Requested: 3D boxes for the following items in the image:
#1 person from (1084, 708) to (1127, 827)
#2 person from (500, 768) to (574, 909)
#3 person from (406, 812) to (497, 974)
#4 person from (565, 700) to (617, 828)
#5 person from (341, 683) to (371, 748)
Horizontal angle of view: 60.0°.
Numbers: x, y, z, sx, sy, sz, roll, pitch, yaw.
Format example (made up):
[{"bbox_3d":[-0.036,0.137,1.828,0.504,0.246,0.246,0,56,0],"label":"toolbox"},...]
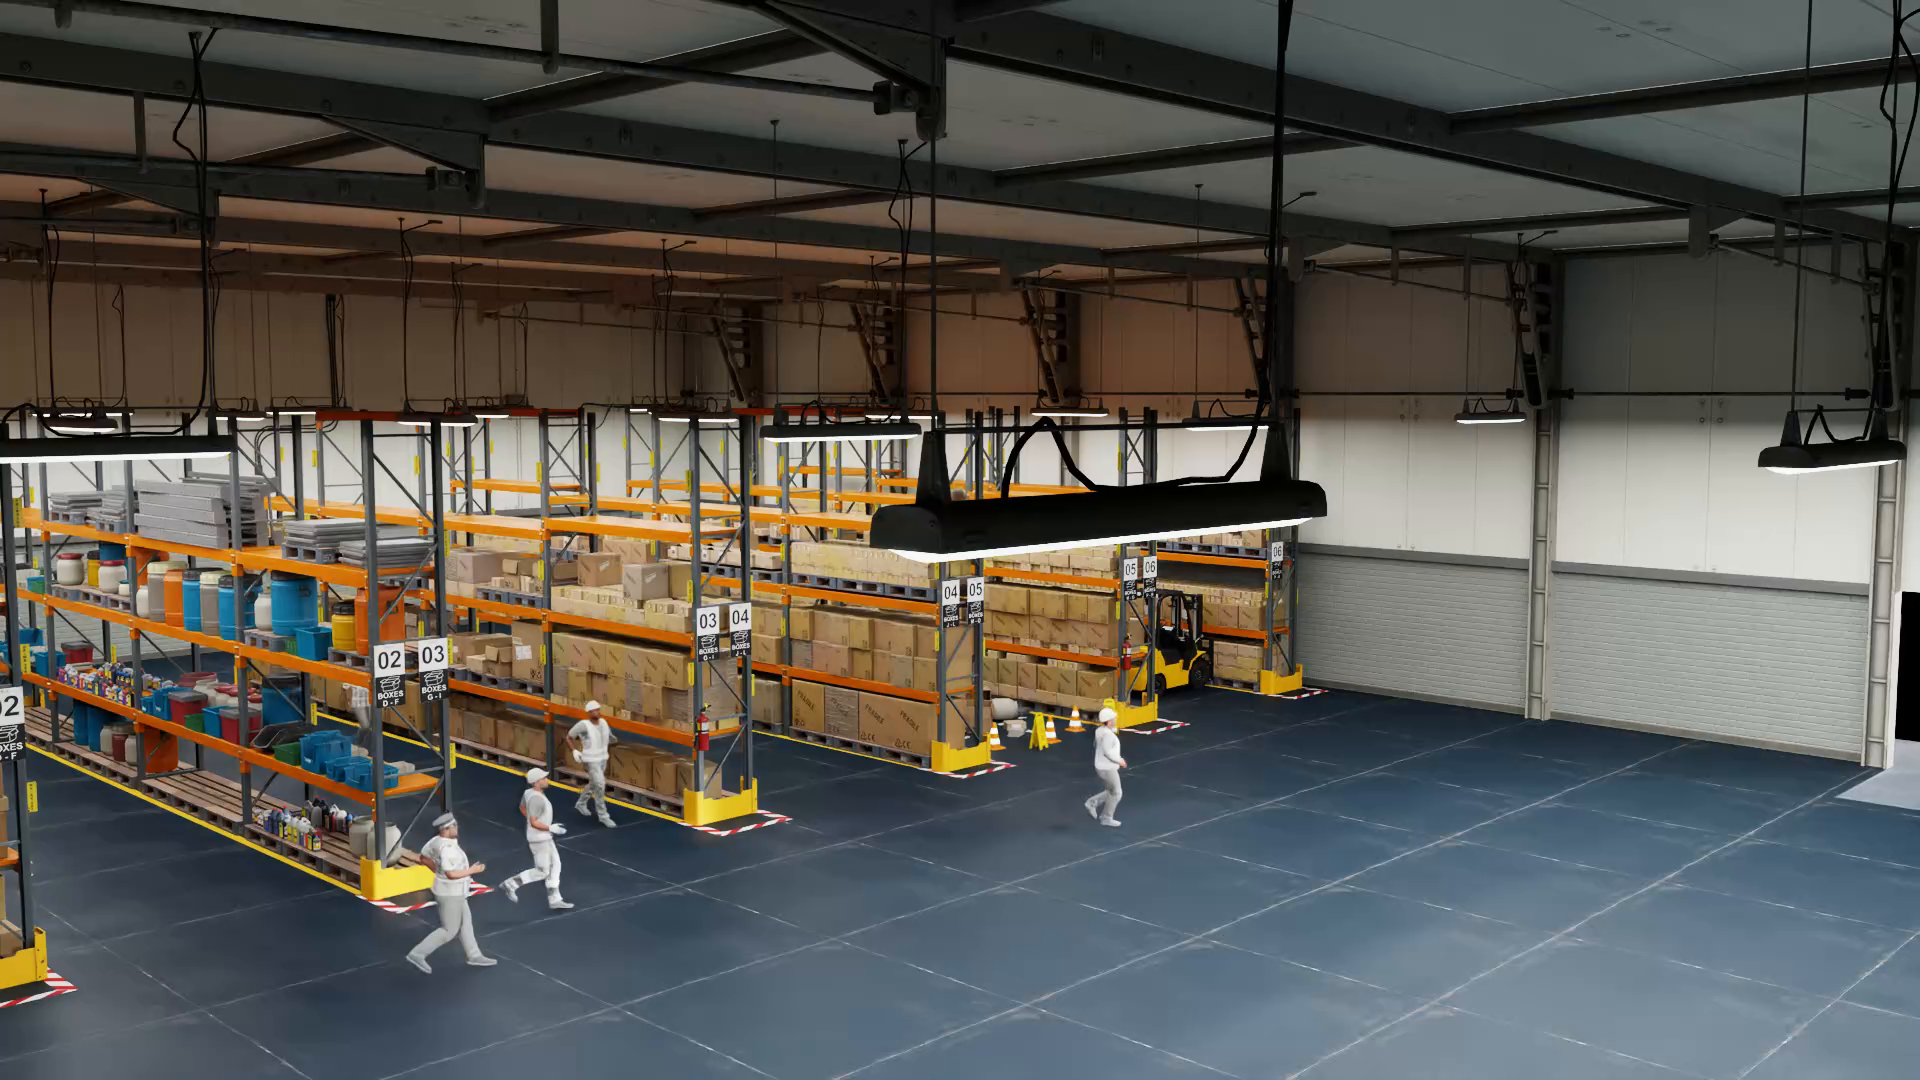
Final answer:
[{"bbox_3d":[2.125,3.318,24.274,0.580,1.740,0.667,0,5,-5],"label":"person"},{"bbox_3d":[-5.175,3.659,20.293,0.873,1.779,0.670,-1,5,-15],"label":"person"},{"bbox_3d":[-5.530,3.825,18.037,0.973,1.774,0.661,-2,6,-25],"label":"person"},{"bbox_3d":[-5.365,3.259,24.419,0.897,1.819,0.671,3,6,28],"label":"person"},{"bbox_3d":[-10.405,2.923,28.990,0.684,1.699,0.548,4,7,41],"label":"person"}]
